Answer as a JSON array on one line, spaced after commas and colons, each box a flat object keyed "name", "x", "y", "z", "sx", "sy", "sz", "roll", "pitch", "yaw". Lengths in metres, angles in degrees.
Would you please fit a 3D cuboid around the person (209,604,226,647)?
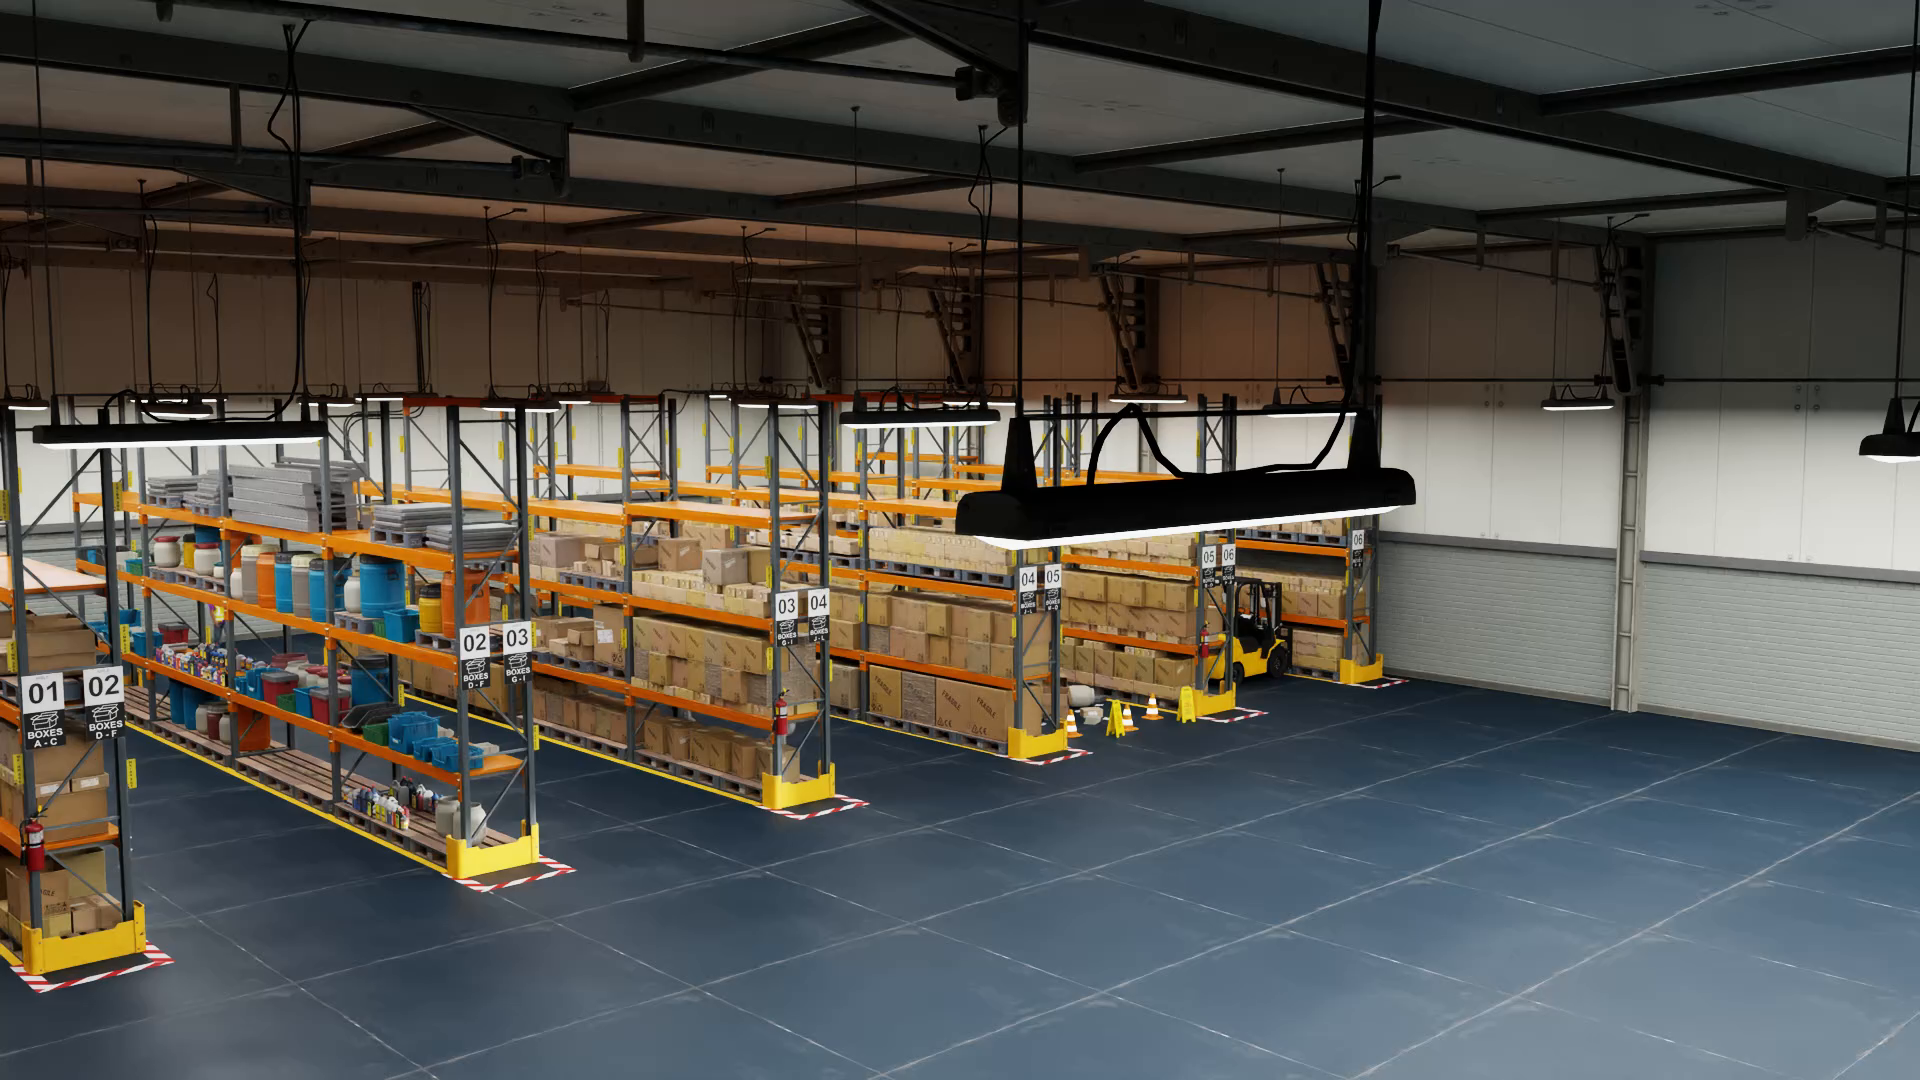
[{"name": "person", "x": -16.691, "y": 1.822, "z": 37.654, "sx": 0.568, "sy": 1.704, "sz": 1.077, "roll": -5, "pitch": 7, "yaw": -40}]

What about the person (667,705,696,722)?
[{"name": "person", "x": -5.159, "y": 2.524, "z": 30.917, "sx": 0.910, "sy": 1.633, "sz": 0.516, "roll": 4, "pitch": 7, "yaw": 36}]

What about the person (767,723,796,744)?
[{"name": "person", "x": -3.019, "y": 2.783, "z": 27.864, "sx": 0.588, "sy": 1.745, "sz": 0.635, "roll": 4, "pitch": 7, "yaw": 34}]
